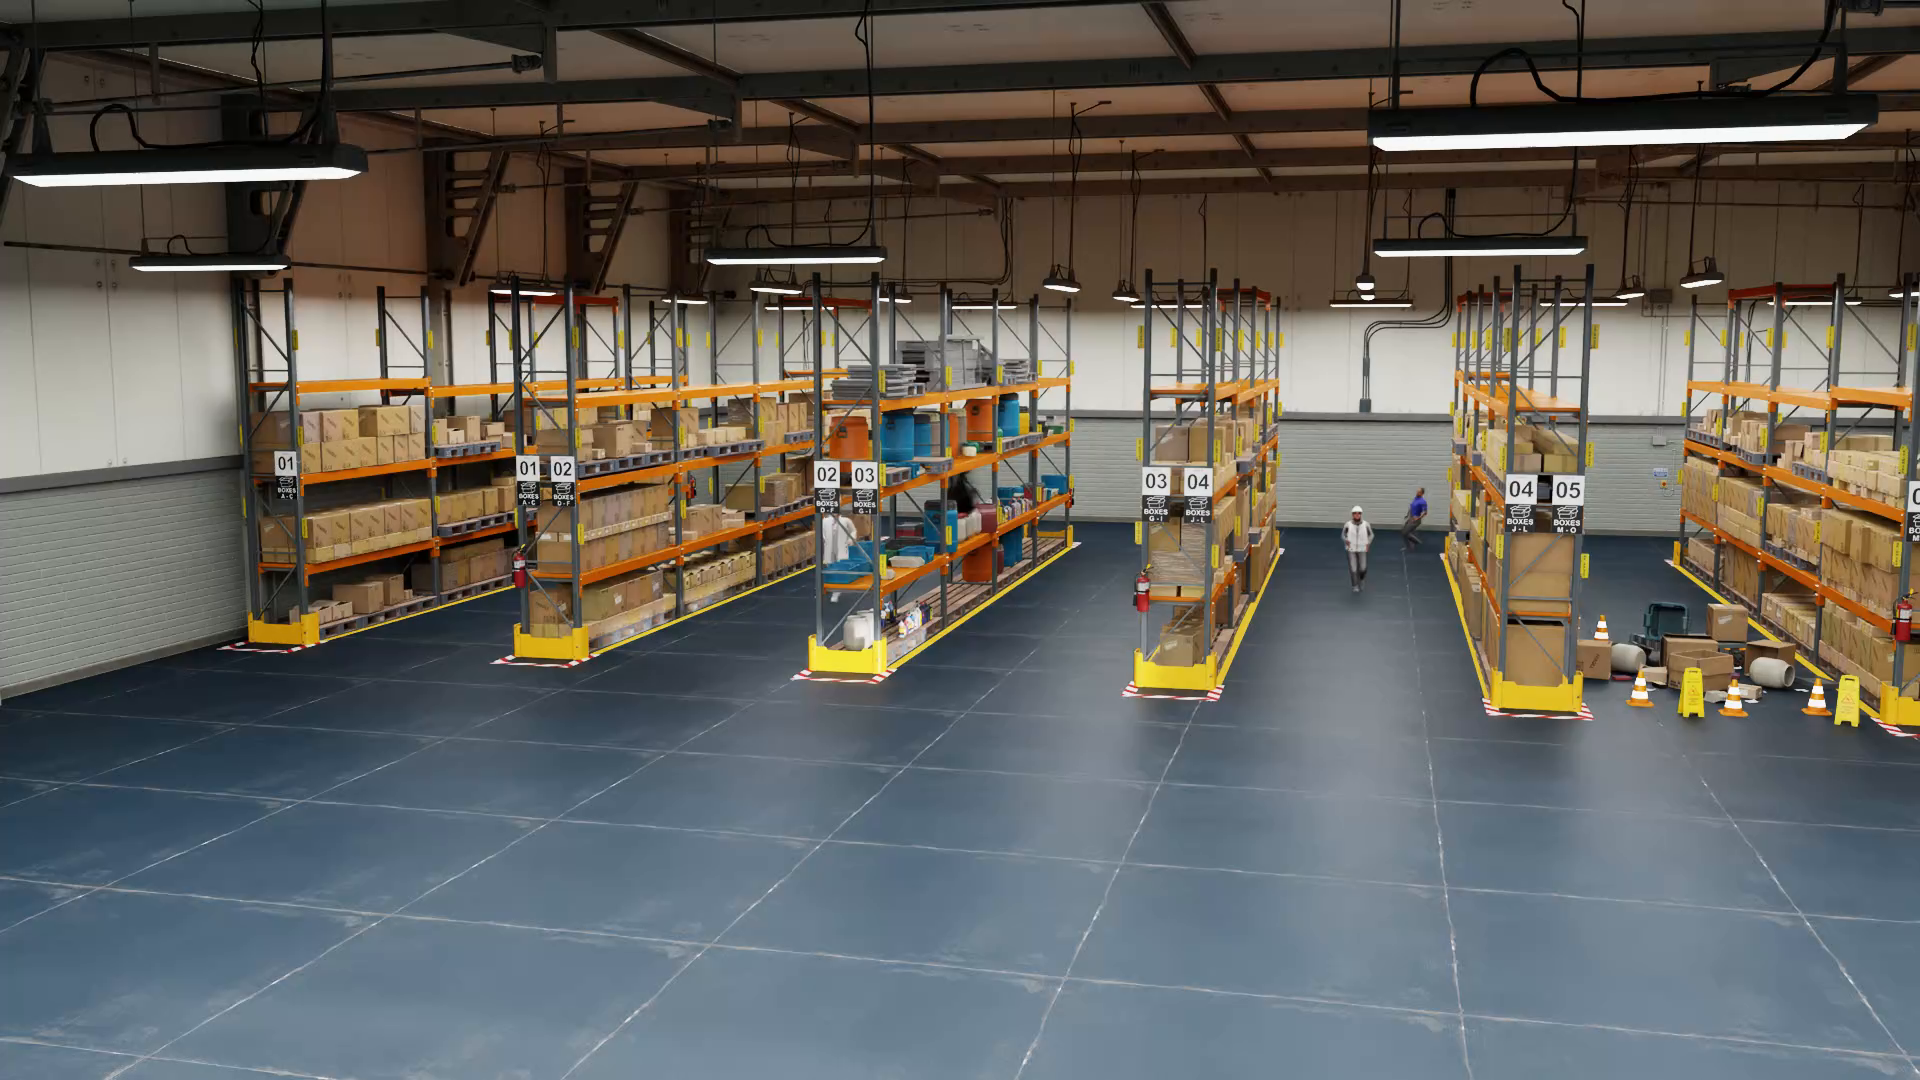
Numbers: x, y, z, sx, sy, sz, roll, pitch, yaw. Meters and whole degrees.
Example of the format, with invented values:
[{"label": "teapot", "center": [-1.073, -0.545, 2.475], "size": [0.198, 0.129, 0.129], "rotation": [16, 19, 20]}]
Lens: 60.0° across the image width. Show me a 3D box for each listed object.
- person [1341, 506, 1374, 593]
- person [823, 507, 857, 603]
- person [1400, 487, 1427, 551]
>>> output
[{"label": "person", "center": [7.848, 0.201, 32.846], "size": [0.635, 1.727, 0.564], "rotation": [1, 7, 12]}, {"label": "person", "center": [-2.246, 0.309, 30.320], "size": [0.720, 1.571, 0.878], "rotation": [1, 7, 4]}, {"label": "person", "center": [10.732, -0.480, 39.412], "size": [0.506, 1.565, 0.677], "rotation": [0, 7, -2]}]
